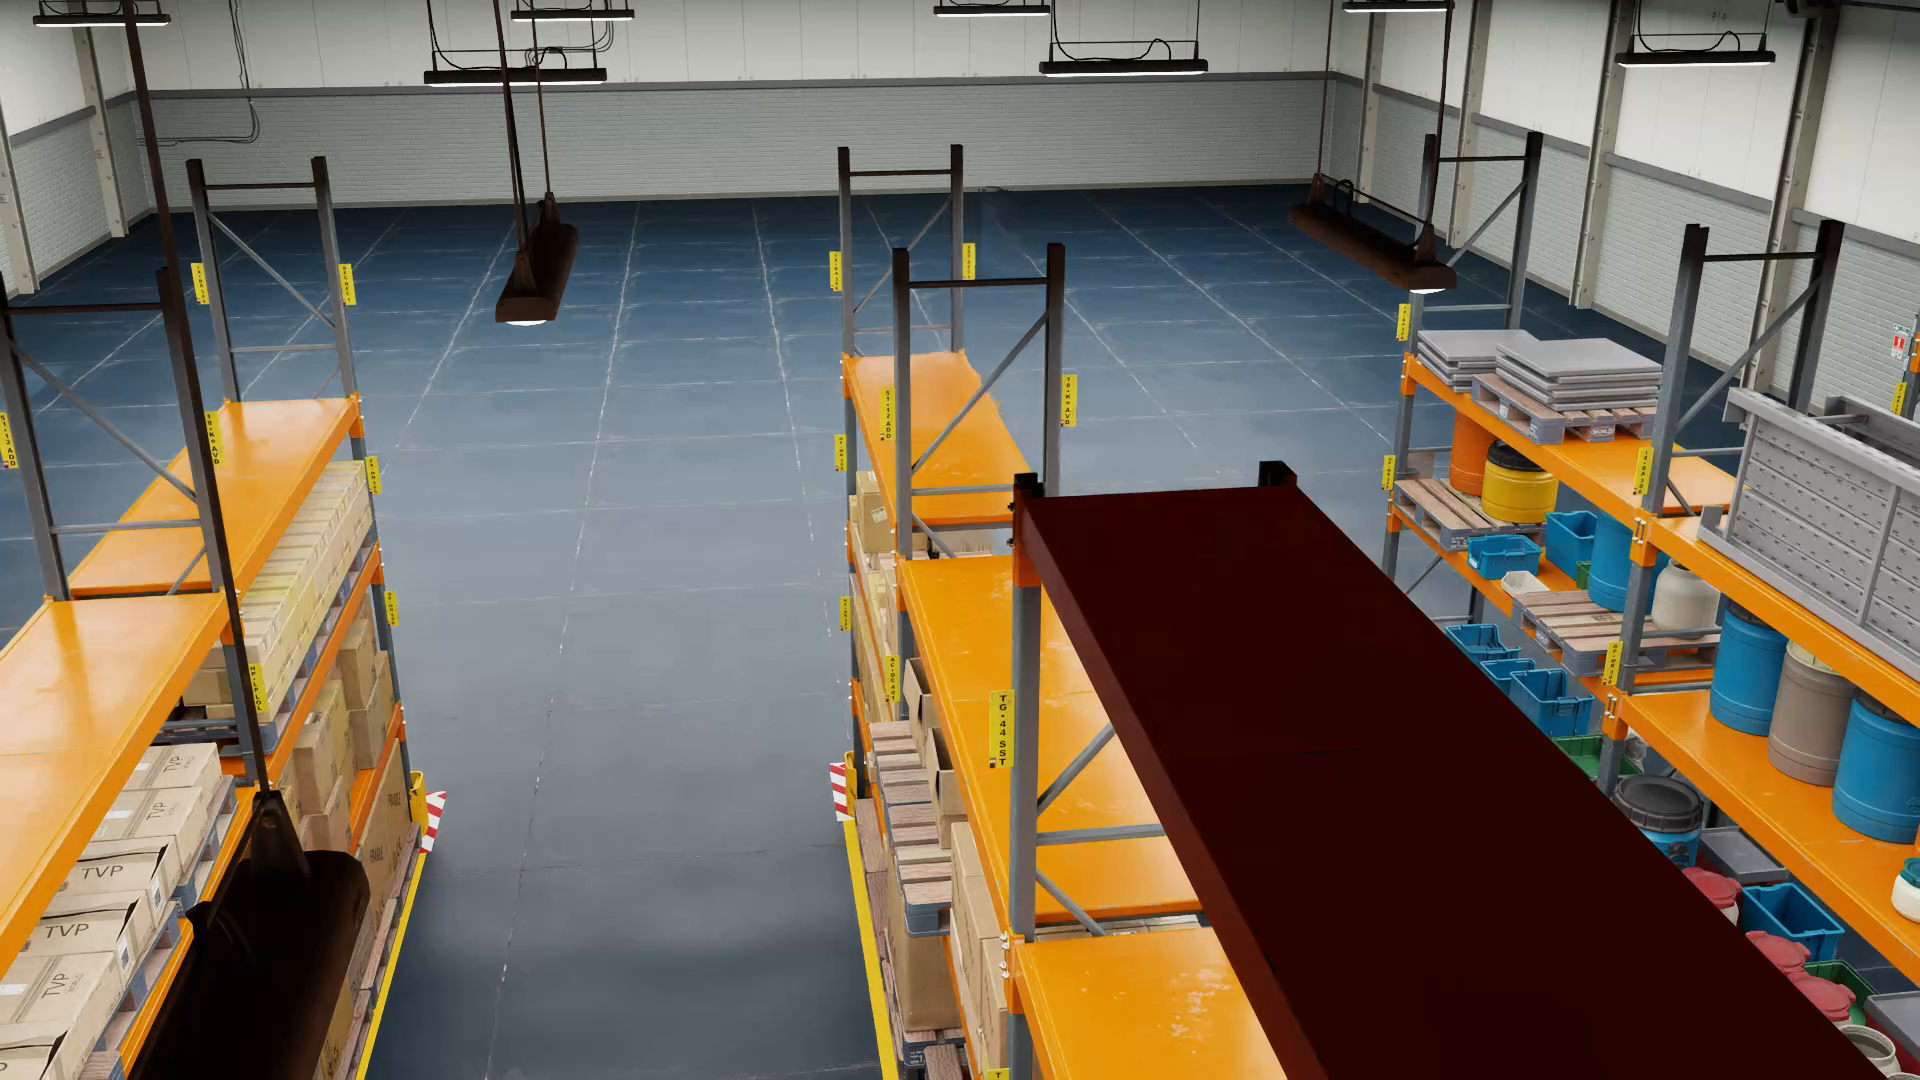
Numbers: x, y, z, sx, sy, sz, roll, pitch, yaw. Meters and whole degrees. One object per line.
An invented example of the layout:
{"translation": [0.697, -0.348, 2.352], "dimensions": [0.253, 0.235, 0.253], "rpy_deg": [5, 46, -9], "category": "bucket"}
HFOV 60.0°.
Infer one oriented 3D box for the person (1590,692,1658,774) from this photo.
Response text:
{"translation": [6.016, 1.649, 15.070], "dimensions": [0.662, 1.774, 0.785], "rpy_deg": [-6, 22, -15], "category": "person"}
